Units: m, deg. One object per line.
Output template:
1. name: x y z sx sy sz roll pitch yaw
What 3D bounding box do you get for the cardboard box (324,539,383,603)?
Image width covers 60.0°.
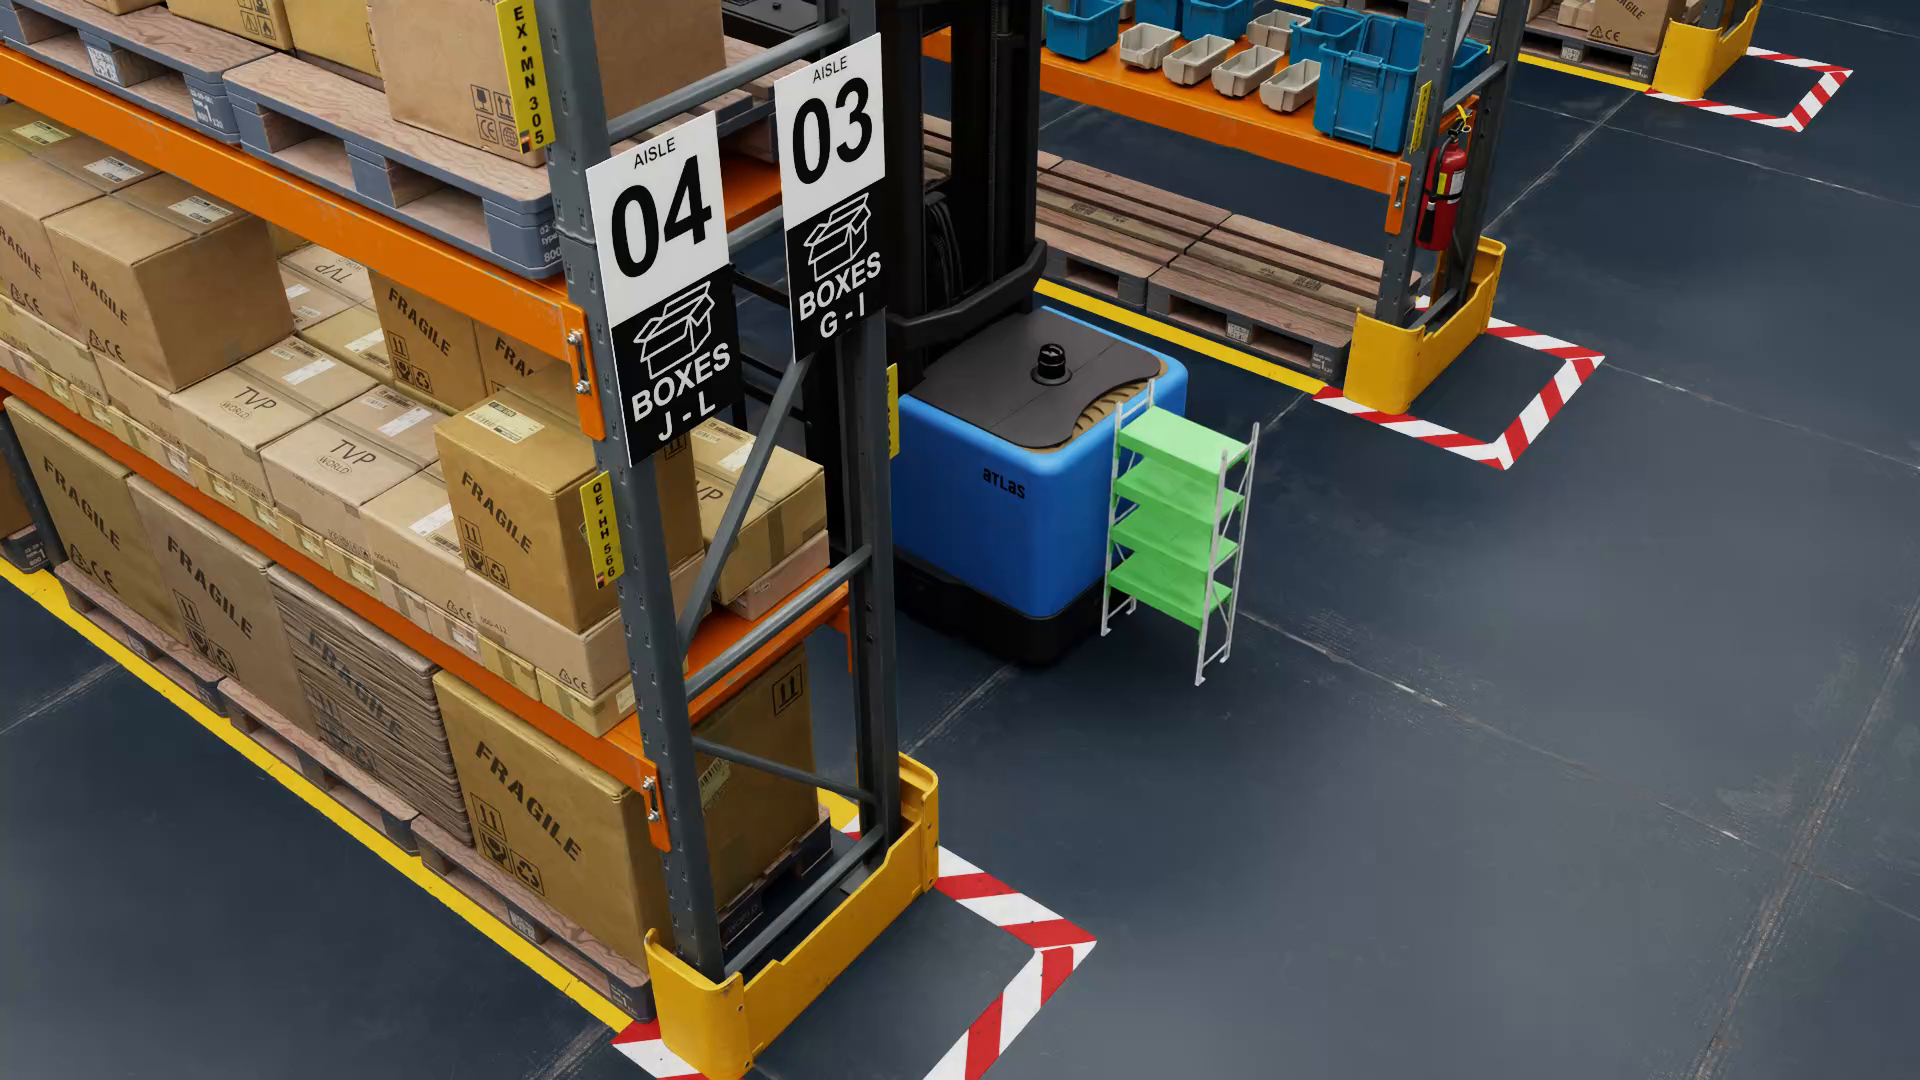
1. cardboard box: -1.857 0.010 5.508 0.250 0.149 0.380 24 44 28

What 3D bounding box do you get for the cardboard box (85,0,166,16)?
1. cardboard box: -2.328 -1.925 4.840 0.500 0.500 0.700 27 46 30

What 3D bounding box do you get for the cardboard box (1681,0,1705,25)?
1. cardboard box: 5.336 -3.960 12.330 0.250 0.149 0.380 25 45 29

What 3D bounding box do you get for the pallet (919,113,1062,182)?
1. pallet: -0.122 -2.304 10.521 1.213 0.211 1.003 25 45 29

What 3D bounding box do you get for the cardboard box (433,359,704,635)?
1. cardboard box: -1.108 -0.142 4.770 0.500 0.500 0.500 26 45 29

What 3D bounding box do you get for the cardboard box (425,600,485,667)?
1. cardboard box: -1.452 0.200 5.265 0.250 0.149 0.380 25 45 29

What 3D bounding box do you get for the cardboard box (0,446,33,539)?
1. cardboard box: -4.260 -0.792 7.711 0.875 0.875 1.225 25 45 29

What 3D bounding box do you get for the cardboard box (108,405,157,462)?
1. cardboard box: -2.875 -0.470 6.121 0.250 0.149 0.380 25 44 28

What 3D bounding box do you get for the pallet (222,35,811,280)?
1. pallet: -1.157 -1.154 4.429 1.213 0.211 1.003 25 45 29

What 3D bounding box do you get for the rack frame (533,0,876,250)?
1. rack frame: -0.562 -2.097 3.129 0.127 3.000 1.000 25 45 29

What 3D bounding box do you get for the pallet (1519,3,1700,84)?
1. pallet: 4.765 -3.813 12.449 1.213 0.211 1.003 25 45 29

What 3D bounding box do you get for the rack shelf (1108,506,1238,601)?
1. rack shelf: 0.880 0.034 6.836 0.480 0.148 0.258 27 46 31

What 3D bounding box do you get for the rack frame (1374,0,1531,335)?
1. rack frame: 2.447 -2.160 8.076 0.127 3.000 1.000 25 45 29

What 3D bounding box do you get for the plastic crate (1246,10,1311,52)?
1. plastic crate: 1.708 -2.748 8.992 0.298 0.136 0.250 25 45 29

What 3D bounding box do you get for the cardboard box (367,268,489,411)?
1. cardboard box: -1.591 -0.778 5.583 0.500 0.500 0.500 24 44 27

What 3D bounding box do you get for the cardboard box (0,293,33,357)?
1. cardboard box: -3.525 -0.987 6.457 0.500 0.250 0.500 24 44 28

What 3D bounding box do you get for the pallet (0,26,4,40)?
1. pallet: -3.096 -2.067 5.596 1.213 0.211 1.003 25 45 29

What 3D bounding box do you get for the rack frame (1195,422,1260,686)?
1. rack frame: 1.067 0.080 6.673 0.015 1.200 0.240 27 46 31

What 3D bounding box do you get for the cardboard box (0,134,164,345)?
1. cardboard box: -3.127 -1.093 5.985 0.500 0.500 0.500 25 45 29

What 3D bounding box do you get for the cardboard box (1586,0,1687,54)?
1. cardboard box: 4.878 -3.856 11.913 0.500 0.500 0.500 25 45 29

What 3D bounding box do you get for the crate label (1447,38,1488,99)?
1. crate label: 2.451 -2.371 8.433 0.303 0.233 0.416 25 45 29

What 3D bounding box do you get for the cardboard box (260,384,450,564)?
1. cardboard box: -1.915 -0.225 5.485 0.500 0.250 0.500 24 44 27

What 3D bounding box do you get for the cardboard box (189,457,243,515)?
1. cardboard box: -2.467 -0.277 5.875 0.250 0.149 0.380 24 44 27

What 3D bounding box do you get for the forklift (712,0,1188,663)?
1. forklift: -0.482 -1.403 7.164 3.031 2.935 1.130 27 46 30

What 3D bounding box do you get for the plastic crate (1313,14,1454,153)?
1. plastic crate: 2.068 -2.232 8.090 0.499 0.435 0.616 25 45 29

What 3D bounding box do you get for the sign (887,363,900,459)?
1. sign: -0.220 -0.376 5.031 0.005 0.325 0.100 25 45 29

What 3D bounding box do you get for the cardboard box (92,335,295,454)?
1. cardboard box: -2.718 -0.607 5.972 0.500 0.250 0.500 26 45 30

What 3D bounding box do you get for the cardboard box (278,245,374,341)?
1. cardboard box: -2.411 -0.870 6.309 0.500 0.250 0.500 26 45 29

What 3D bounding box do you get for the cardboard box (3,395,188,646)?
1. cardboard box: -3.263 -0.275 7.051 0.875 0.875 0.875 25 45 29

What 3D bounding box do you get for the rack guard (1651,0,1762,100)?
1. rack guard: 5.399 -3.628 11.979 0.348 0.500 1.175 25 45 29

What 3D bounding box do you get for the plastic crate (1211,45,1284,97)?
1. plastic crate: 1.468 -2.412 8.563 0.243 0.136 0.396 25 45 29

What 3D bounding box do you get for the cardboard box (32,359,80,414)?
1. cardboard box: -3.288 -0.664 6.368 0.250 0.149 0.380 27 45 30

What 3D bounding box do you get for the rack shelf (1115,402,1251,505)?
1. rack shelf: 0.880 -0.344 6.541 0.480 0.148 0.258 27 46 31

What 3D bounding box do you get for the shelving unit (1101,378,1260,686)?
1. shelving unit: 0.880 -0.016 6.797 0.503 1.200 0.258 27 46 31

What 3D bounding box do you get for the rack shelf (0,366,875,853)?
1. rack shelf: -2.150 -0.201 6.157 4.000 0.370 1.077 25 45 29

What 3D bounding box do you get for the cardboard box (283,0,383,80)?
1. cardboard box: -1.381 -1.598 4.422 0.500 0.500 0.700 24 44 27

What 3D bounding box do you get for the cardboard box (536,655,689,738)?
1. cardboard box: -1.045 0.392 5.020 0.250 0.149 0.380 26 45 29

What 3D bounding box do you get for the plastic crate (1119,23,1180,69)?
1. plastic crate: 0.986 -2.606 8.811 0.250 0.136 0.298 25 45 29

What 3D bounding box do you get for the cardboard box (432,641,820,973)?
1. cardboard box: -1.119 0.736 5.760 0.875 0.875 0.875 25 45 29

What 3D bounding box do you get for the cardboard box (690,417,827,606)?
1. cardboard box: -0.779 -0.105 5.331 0.500 0.250 0.500 24 44 27

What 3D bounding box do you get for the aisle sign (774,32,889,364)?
1. aisle sign: -0.322 -0.878 4.330 0.004 0.787 0.394 25 45 29

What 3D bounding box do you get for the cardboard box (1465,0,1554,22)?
1. cardboard box: 4.142 -4.128 12.463 0.500 0.250 0.500 25 45 29

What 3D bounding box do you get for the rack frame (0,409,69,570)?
1. rack frame: -3.739 -1.233 6.891 0.127 3.000 1.000 25 45 29

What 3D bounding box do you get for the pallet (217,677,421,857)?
1. pallet: -2.209 0.645 6.755 1.213 0.211 1.003 25 45 29

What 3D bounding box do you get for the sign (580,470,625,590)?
1. sign: -0.903 -0.023 4.215 0.005 0.325 0.100 25 45 29
